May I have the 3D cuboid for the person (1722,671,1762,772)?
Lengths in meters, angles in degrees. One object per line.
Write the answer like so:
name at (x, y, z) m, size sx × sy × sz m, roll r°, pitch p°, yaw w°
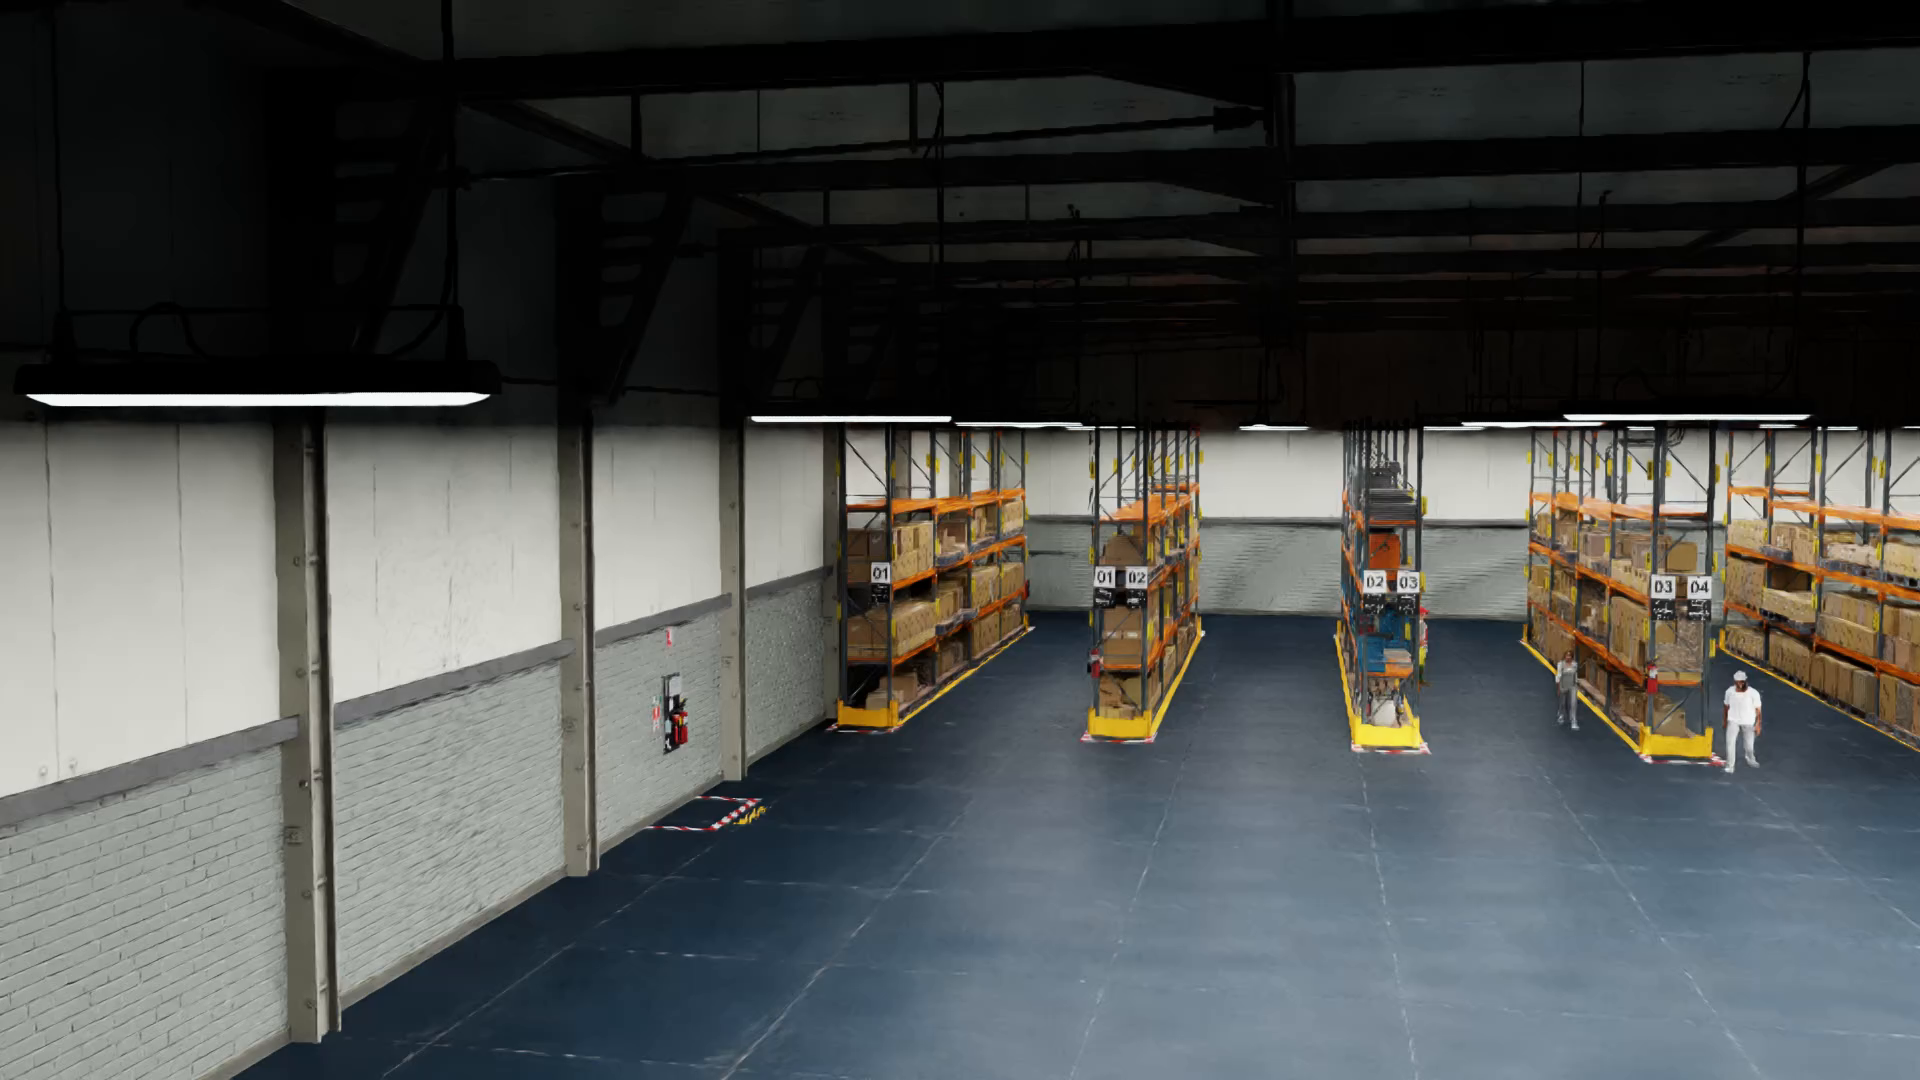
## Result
person at (13.209, 3.050, 28.098) m, size 0.614 × 1.713 × 0.971 m, roll 2°, pitch 4°, yaw 32°

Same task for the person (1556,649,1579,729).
person at (11.765, 2.864, 32.238) m, size 0.417 × 1.504 × 1.032 m, roll 1°, pitch 4°, yaw 14°

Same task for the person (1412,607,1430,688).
person at (10.344, 2.388, 37.268) m, size 0.390 × 1.795 × 0.710 m, roll 1°, pitch 4°, yaw 18°
